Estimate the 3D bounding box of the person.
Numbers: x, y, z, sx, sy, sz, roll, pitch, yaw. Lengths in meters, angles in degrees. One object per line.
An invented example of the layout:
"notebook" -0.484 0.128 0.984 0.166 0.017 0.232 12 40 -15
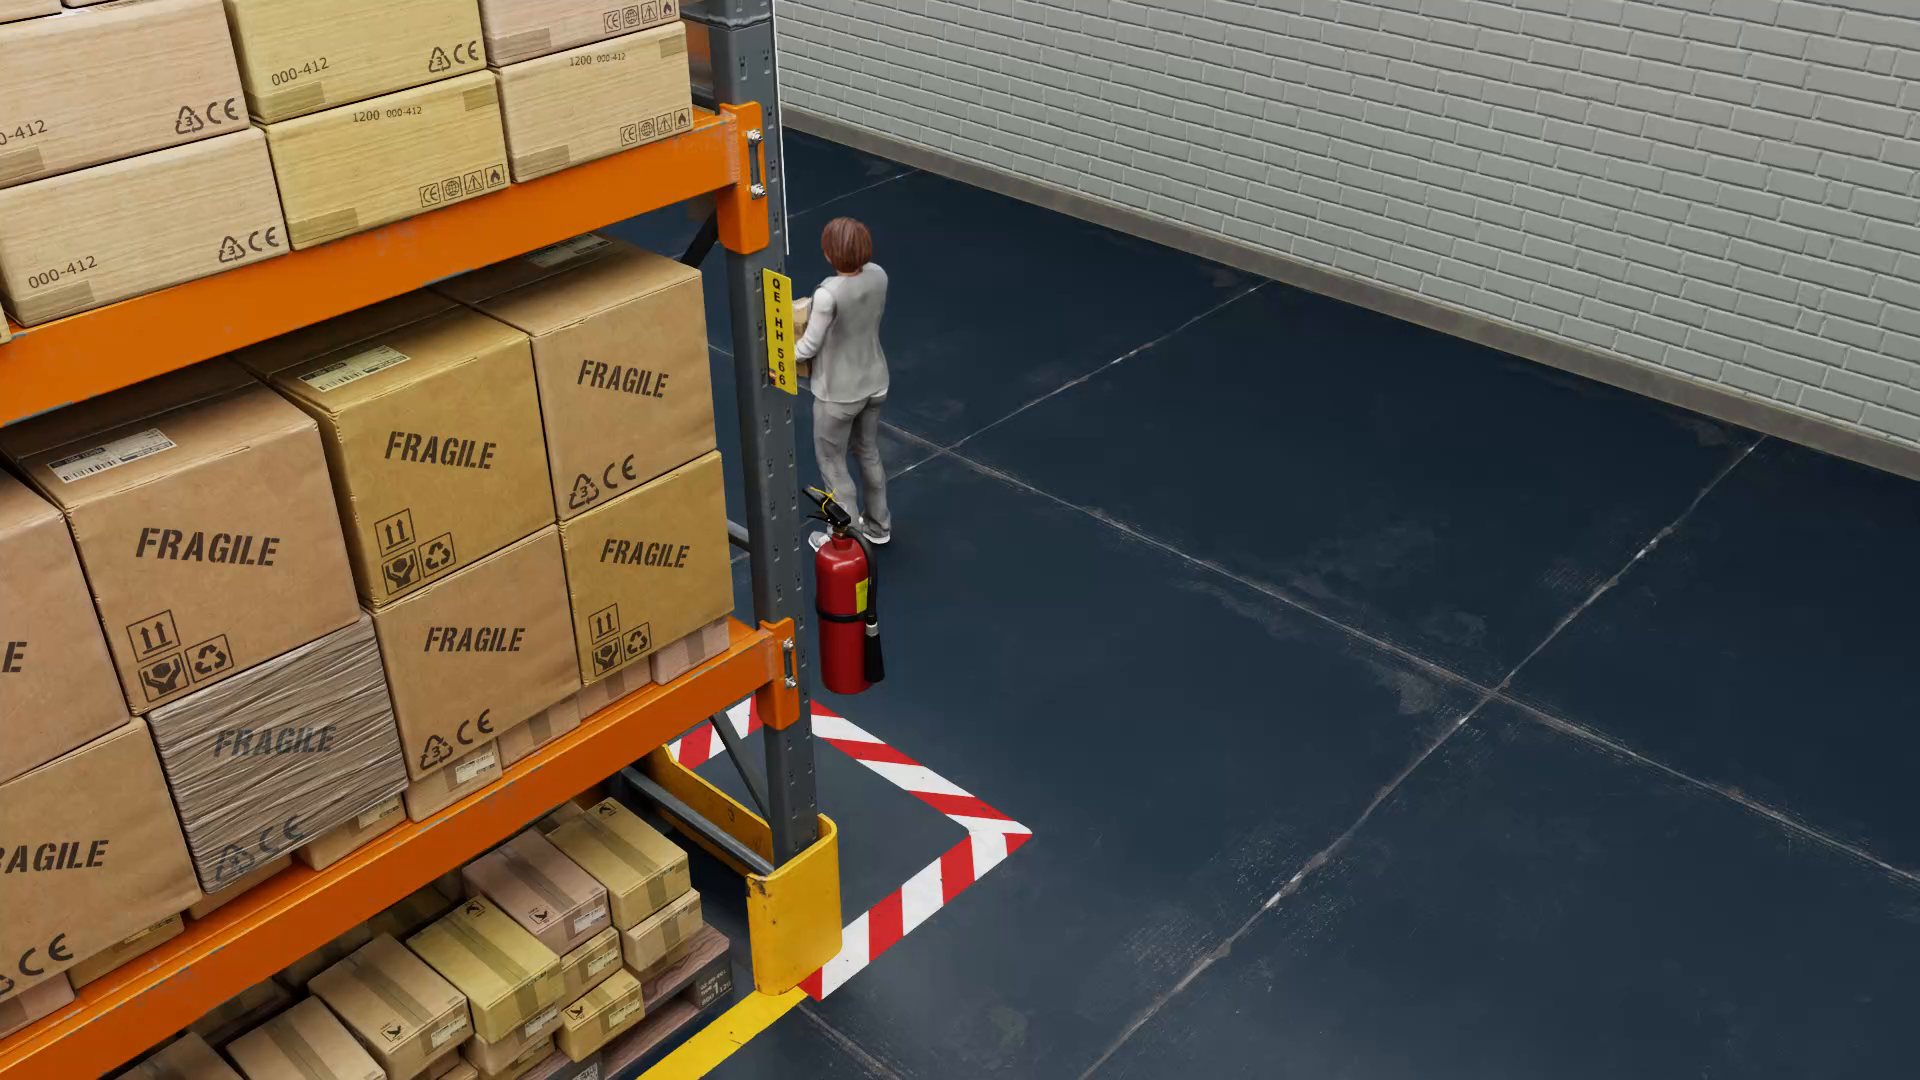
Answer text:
"person" -0.545 -0.678 7.239 0.492 1.594 0.419 25 40 35
